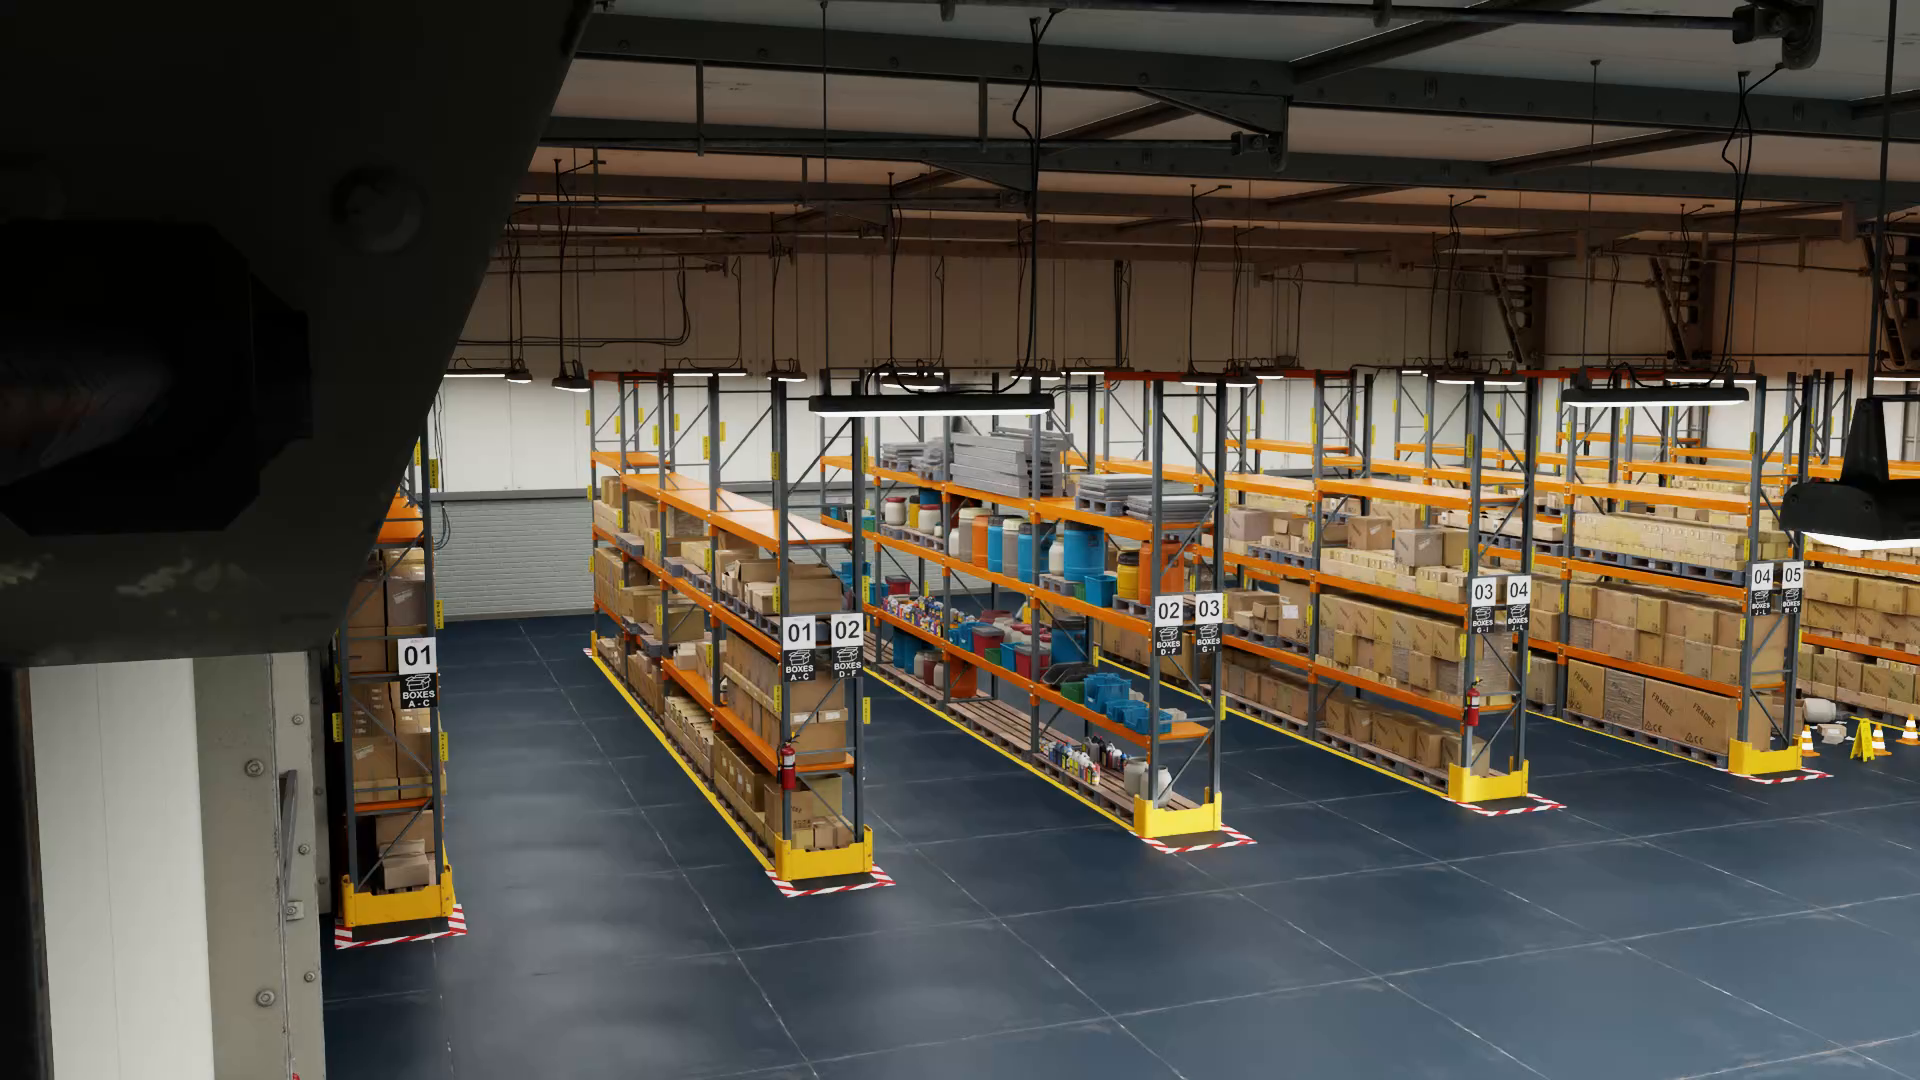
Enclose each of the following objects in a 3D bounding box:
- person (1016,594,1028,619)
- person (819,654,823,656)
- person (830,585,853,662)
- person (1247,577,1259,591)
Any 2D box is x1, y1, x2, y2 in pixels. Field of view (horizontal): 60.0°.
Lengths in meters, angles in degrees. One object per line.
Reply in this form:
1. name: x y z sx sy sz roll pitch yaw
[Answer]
1. person: 1.696 1.145 39.610 0.760 1.647 0.614 -2 7 -18
2. person: -2.722 1.752 31.009 0.688 1.705 0.857 -2 7 -17
3. person: -2.252 1.653 31.622 0.723 1.814 0.994 -3 7 -25
4. person: 7.368 0.851 41.947 0.565 1.628 0.564 -4 7 -31
